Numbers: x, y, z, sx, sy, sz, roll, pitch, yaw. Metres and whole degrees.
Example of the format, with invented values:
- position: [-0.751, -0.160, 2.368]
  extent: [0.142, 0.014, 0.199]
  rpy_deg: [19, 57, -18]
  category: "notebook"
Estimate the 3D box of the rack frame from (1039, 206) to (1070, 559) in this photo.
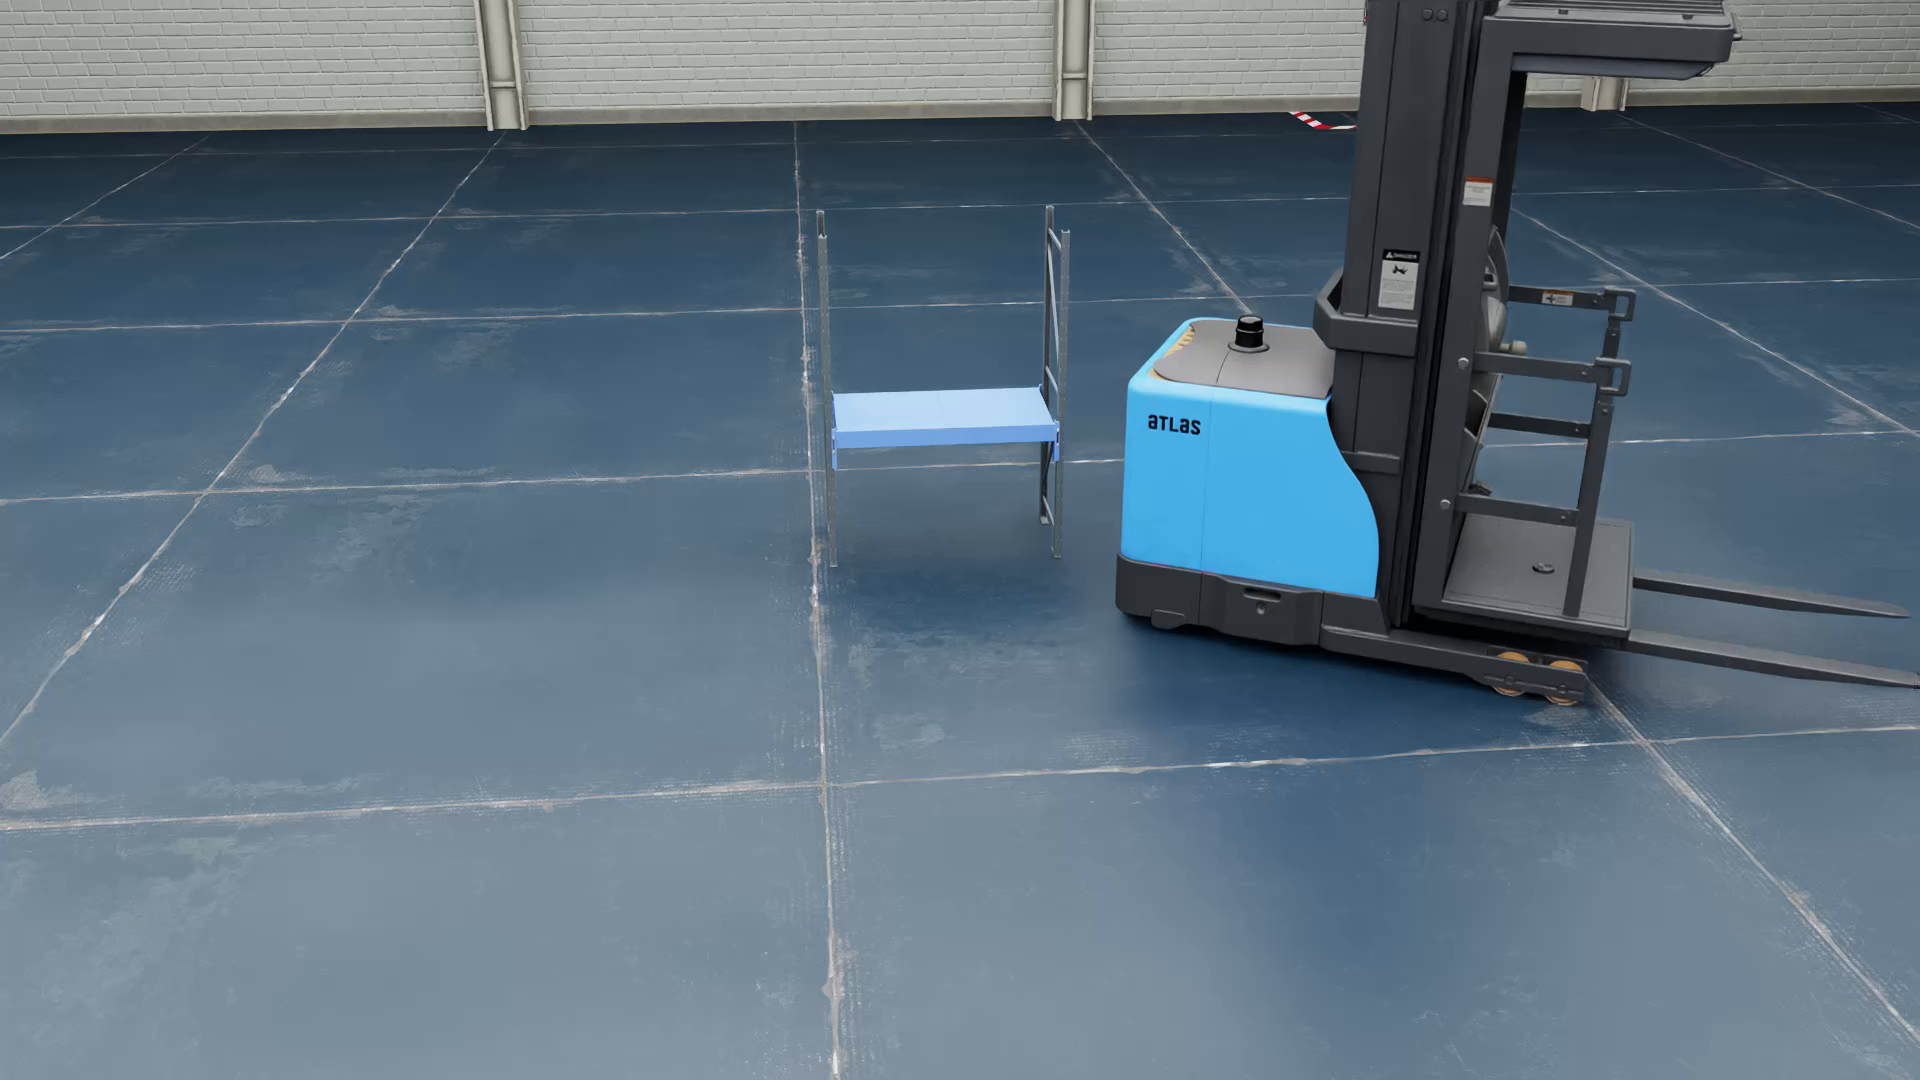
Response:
- position: [0.421, -0.702, 7.483]
  extent: [0.032, 1.500, 0.500]
  rpy_deg: [-2, 24, -5]
  category: "rack frame"

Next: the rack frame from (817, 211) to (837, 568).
- position: [-0.591, -0.662, 7.392]
  extent: [0.032, 1.500, 0.500]
  rpy_deg: [-2, 24, -5]
  category: "rack frame"

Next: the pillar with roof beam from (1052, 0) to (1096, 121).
- position: [1.638, -6.963, 12.336]
  extent: [0.400, 9.000, 9.100]
  rpy_deg: [-2, 24, -5]
  category: "pillar with roof beam"

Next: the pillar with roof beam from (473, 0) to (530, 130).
- position: [-4.333, -6.723, 11.797]
  extent: [0.400, 9.000, 9.100]
  rpy_deg: [-2, 24, -5]
  category: "pillar with roof beam"

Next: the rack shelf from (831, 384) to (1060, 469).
- position: [-0.085, -0.518, 7.511]
  extent: [1.000, 0.185, 0.538]
  rpy_deg: [-2, 24, -5]
  category: "rack shelf"

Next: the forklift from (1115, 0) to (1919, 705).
- position: [2.220, -0.955, 6.289]
  extent: [3.031, 2.935, 1.130]
  rpy_deg: [9, 26, 19]
  category: "forklift"

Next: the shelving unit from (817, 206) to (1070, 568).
- position: [-0.085, -0.682, 7.438]
  extent: [1.048, 1.500, 0.538]
  rpy_deg: [-2, 24, -5]
  category: "shelving unit"

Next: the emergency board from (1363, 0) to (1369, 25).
- position: [4.723, -6.118, 17.821]
  extent: [0.643, 1.169, 0.194]
  rpy_deg: [-2, 24, -5]
  category: "emergency board"

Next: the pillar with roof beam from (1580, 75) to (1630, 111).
- position: [7.609, -7.203, 12.875]
  extent: [0.400, 9.000, 9.100]
  rpy_deg: [-2, 24, -5]
  category: "pillar with roof beam"
